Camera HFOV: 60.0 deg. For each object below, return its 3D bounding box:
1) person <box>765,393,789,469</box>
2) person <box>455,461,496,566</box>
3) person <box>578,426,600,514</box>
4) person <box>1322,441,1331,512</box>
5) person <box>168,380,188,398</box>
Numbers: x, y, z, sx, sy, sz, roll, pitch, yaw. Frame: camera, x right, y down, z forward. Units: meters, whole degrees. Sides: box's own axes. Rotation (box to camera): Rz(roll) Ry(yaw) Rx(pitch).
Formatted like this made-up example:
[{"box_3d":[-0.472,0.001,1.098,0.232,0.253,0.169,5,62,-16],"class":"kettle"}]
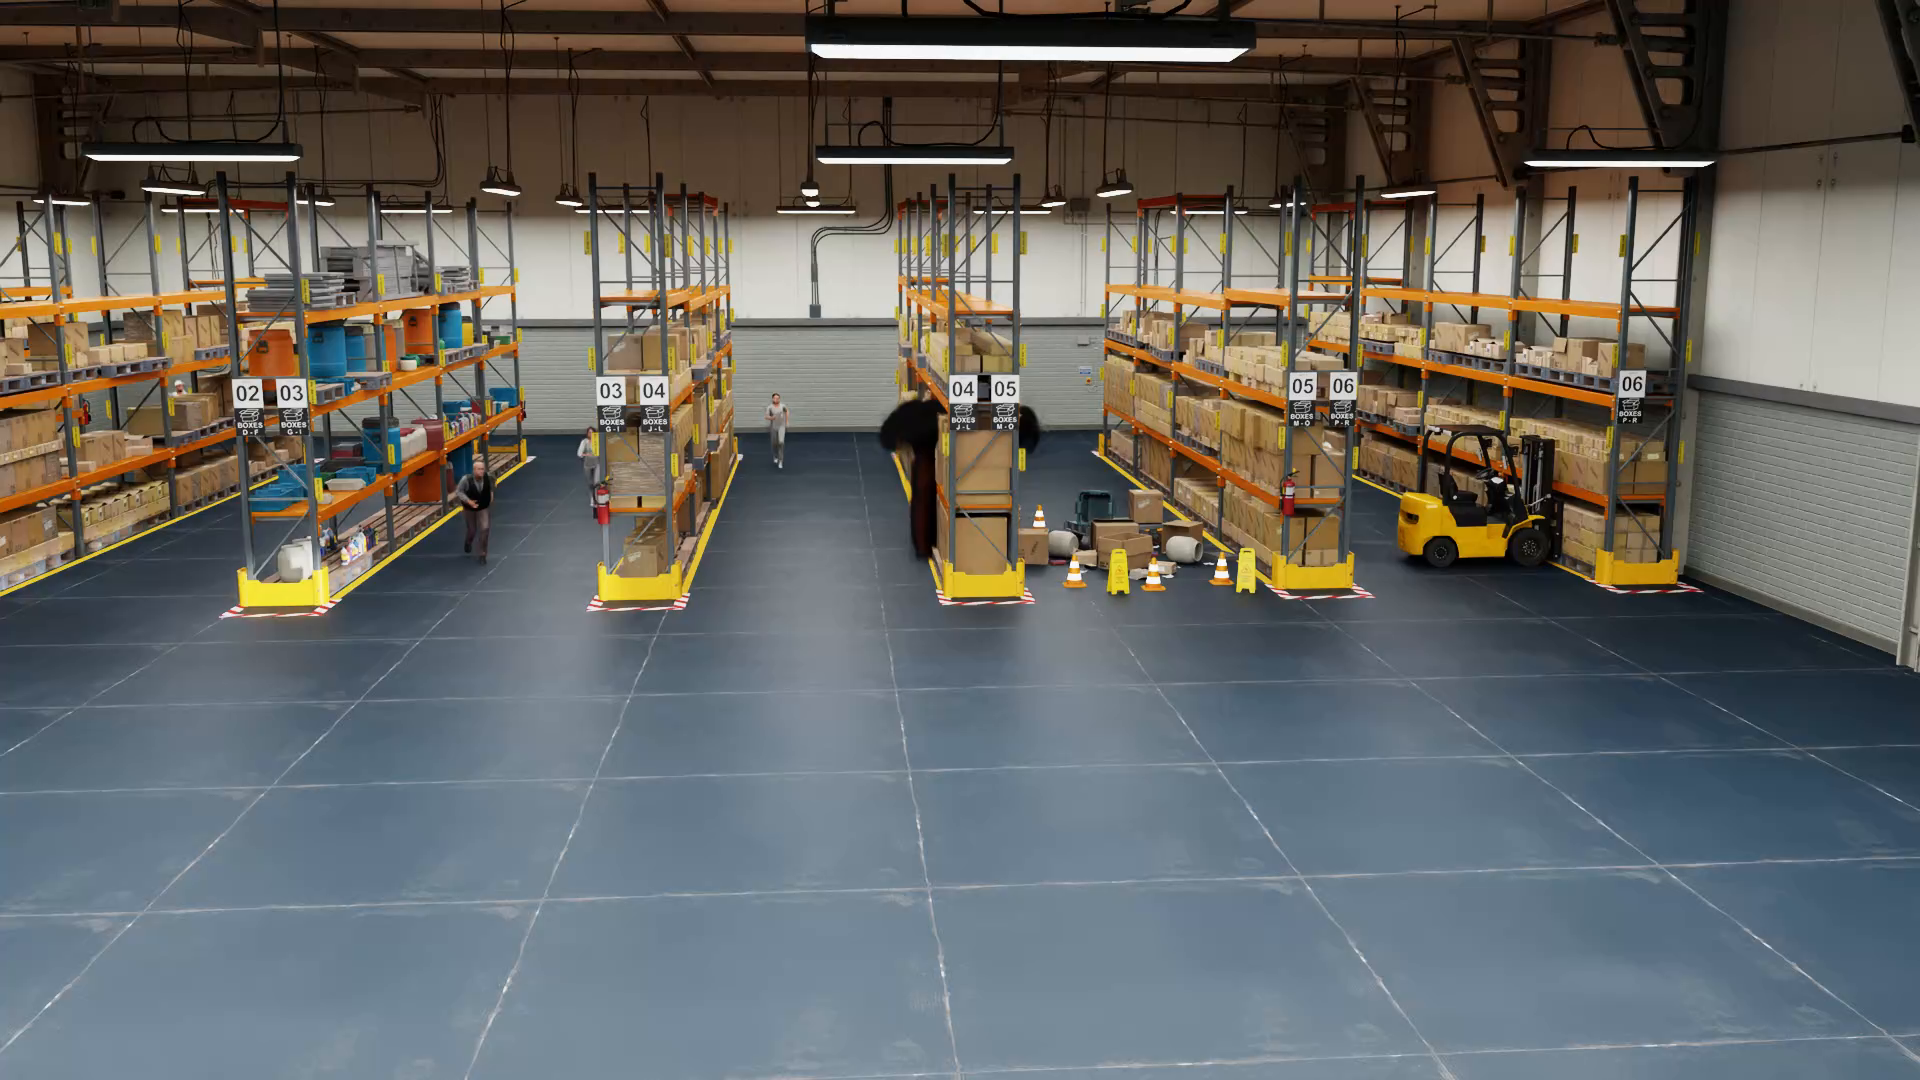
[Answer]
[{"box_3d":[-4.192,-2.523,38.125,0.530,1.717,0.856,-1,10,-6],"class":"person"},{"box_3d":[-7.799,-0.470,26.738,0.691,1.678,1.012,-6,12,-32],"class":"person"},{"box_3d":[-7.007,-1.364,31.716,0.505,1.626,0.811,-1,10,-5],"class":"person"},{"box_3d":[6.532,-1.194,30.426,0.632,1.722,0.977,-2,10,-10],"class":"person"},{"box_3d":[-19.160,-3.026,40.772,0.773,1.787,0.669,5,11,28],"class":"person"}]
